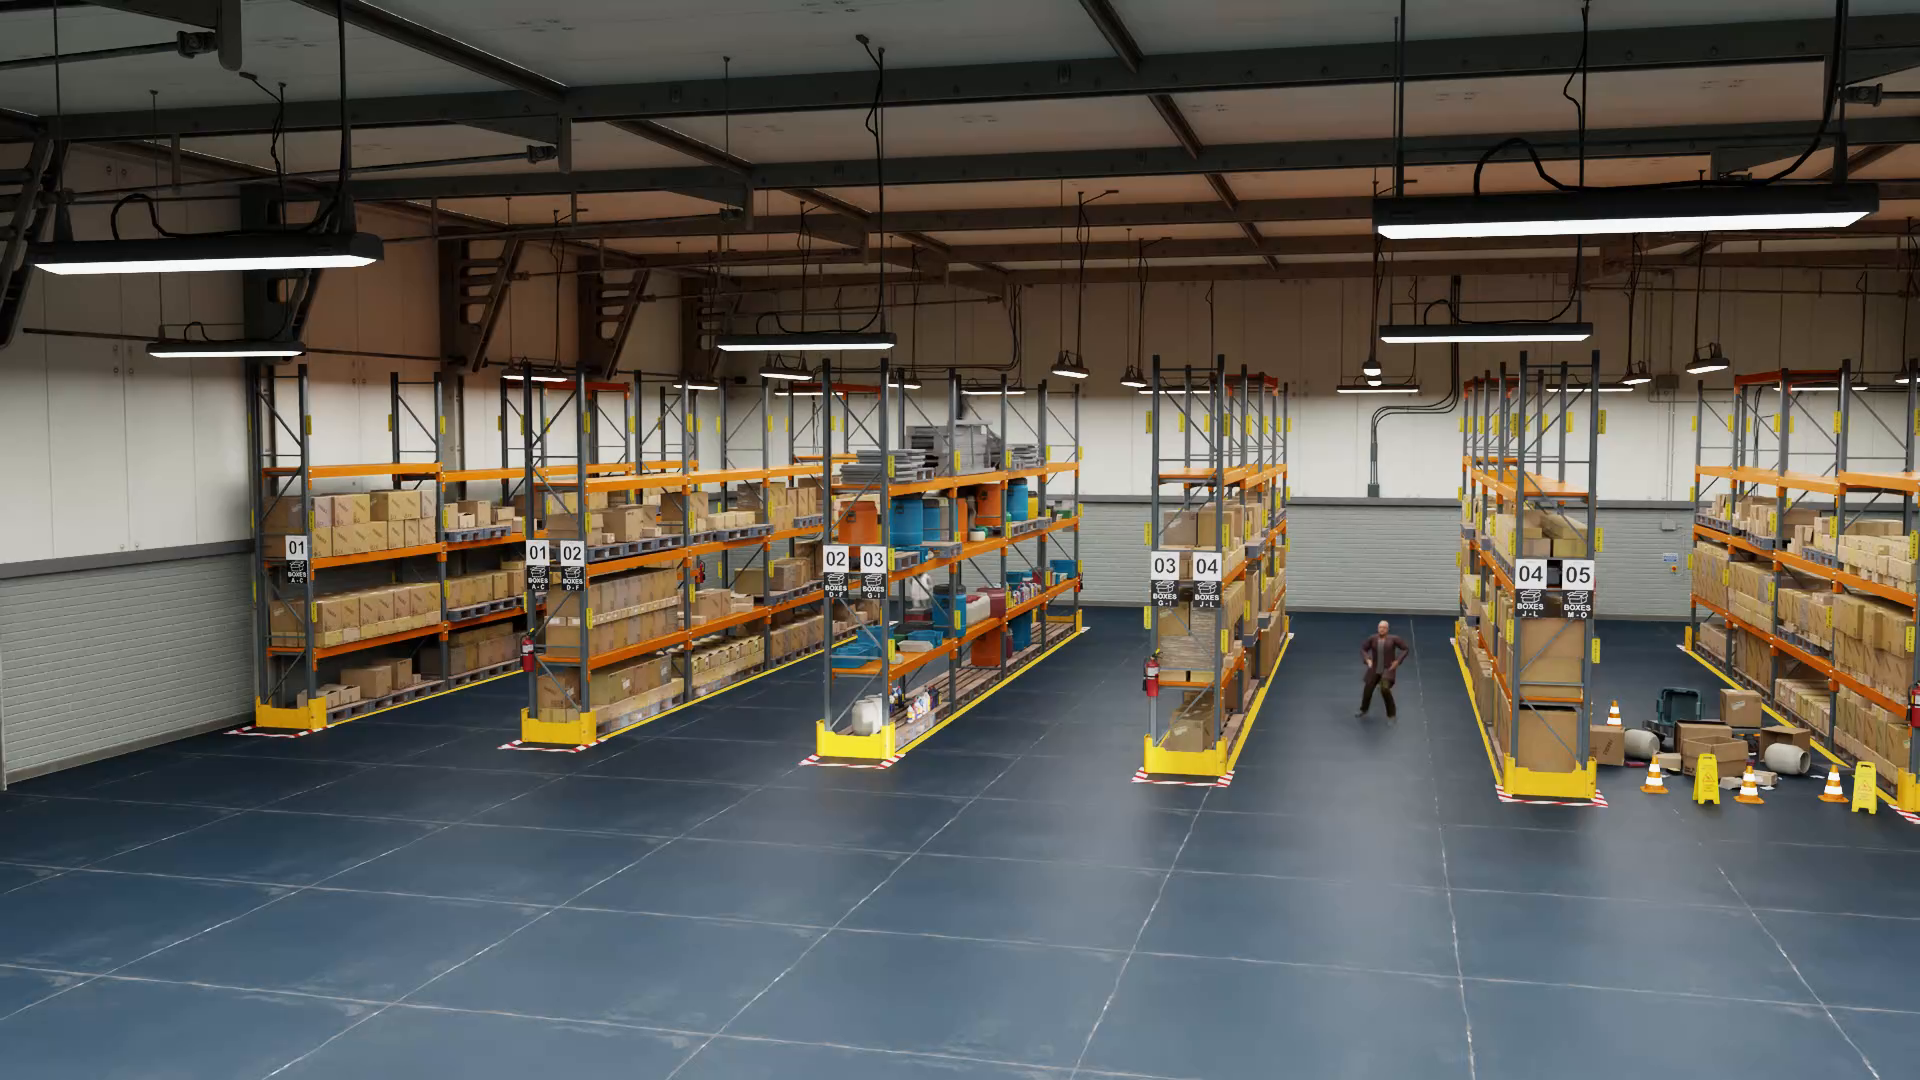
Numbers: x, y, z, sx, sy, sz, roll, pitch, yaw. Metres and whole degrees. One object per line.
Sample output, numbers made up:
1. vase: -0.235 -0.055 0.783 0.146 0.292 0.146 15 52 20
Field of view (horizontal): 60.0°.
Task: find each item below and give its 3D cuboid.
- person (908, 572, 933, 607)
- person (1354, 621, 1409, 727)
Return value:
1. person: -0.937 1.412 39.549 0.600 1.819 0.869 0 4 -1
2. person: 7.077 2.223 27.977 0.901 1.762 0.762 2 4 26
